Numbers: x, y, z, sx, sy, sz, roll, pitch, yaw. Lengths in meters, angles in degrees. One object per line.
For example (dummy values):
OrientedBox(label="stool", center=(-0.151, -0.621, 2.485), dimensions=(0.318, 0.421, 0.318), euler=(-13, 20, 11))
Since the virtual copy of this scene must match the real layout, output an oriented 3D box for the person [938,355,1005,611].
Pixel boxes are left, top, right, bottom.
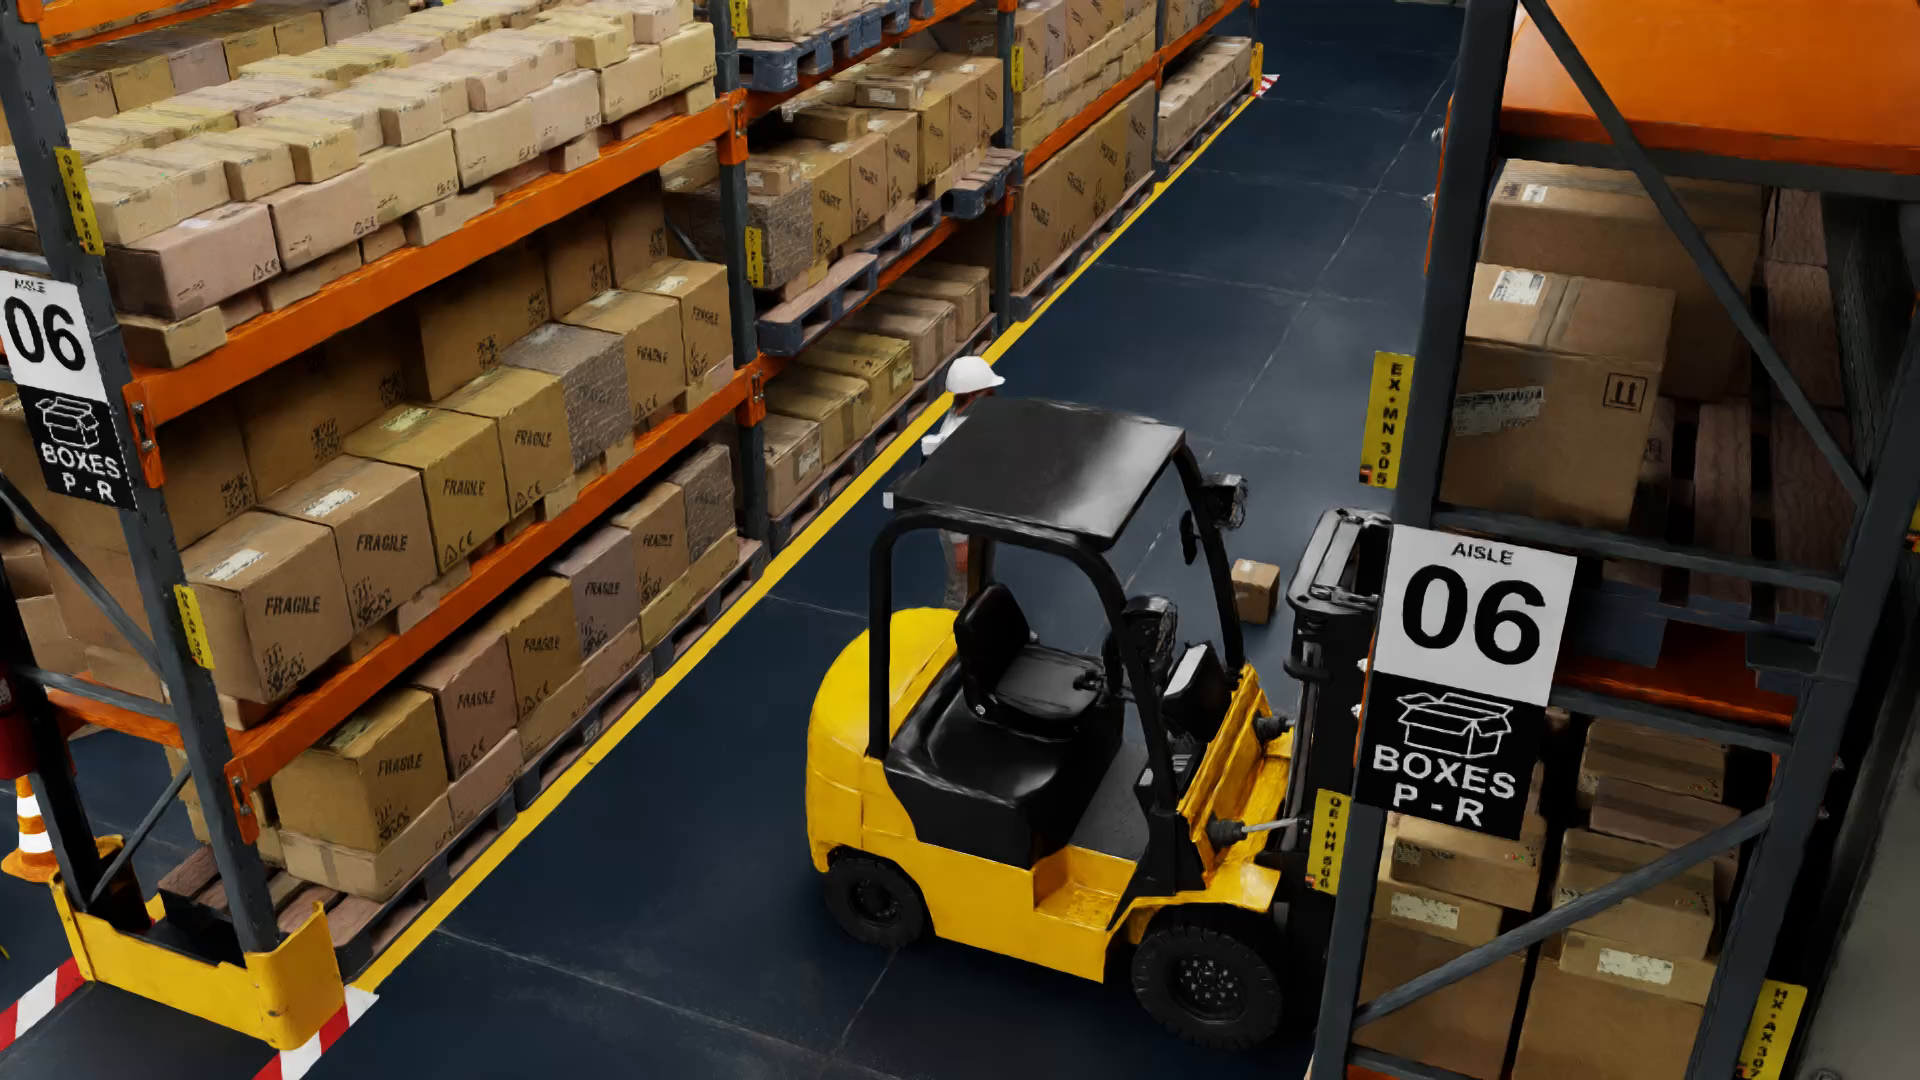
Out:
OrientedBox(label="person", center=(0.071, -0.104, 8.504), dimensions=(0.378, 1.784, 0.591), euler=(8, 30, 14))
